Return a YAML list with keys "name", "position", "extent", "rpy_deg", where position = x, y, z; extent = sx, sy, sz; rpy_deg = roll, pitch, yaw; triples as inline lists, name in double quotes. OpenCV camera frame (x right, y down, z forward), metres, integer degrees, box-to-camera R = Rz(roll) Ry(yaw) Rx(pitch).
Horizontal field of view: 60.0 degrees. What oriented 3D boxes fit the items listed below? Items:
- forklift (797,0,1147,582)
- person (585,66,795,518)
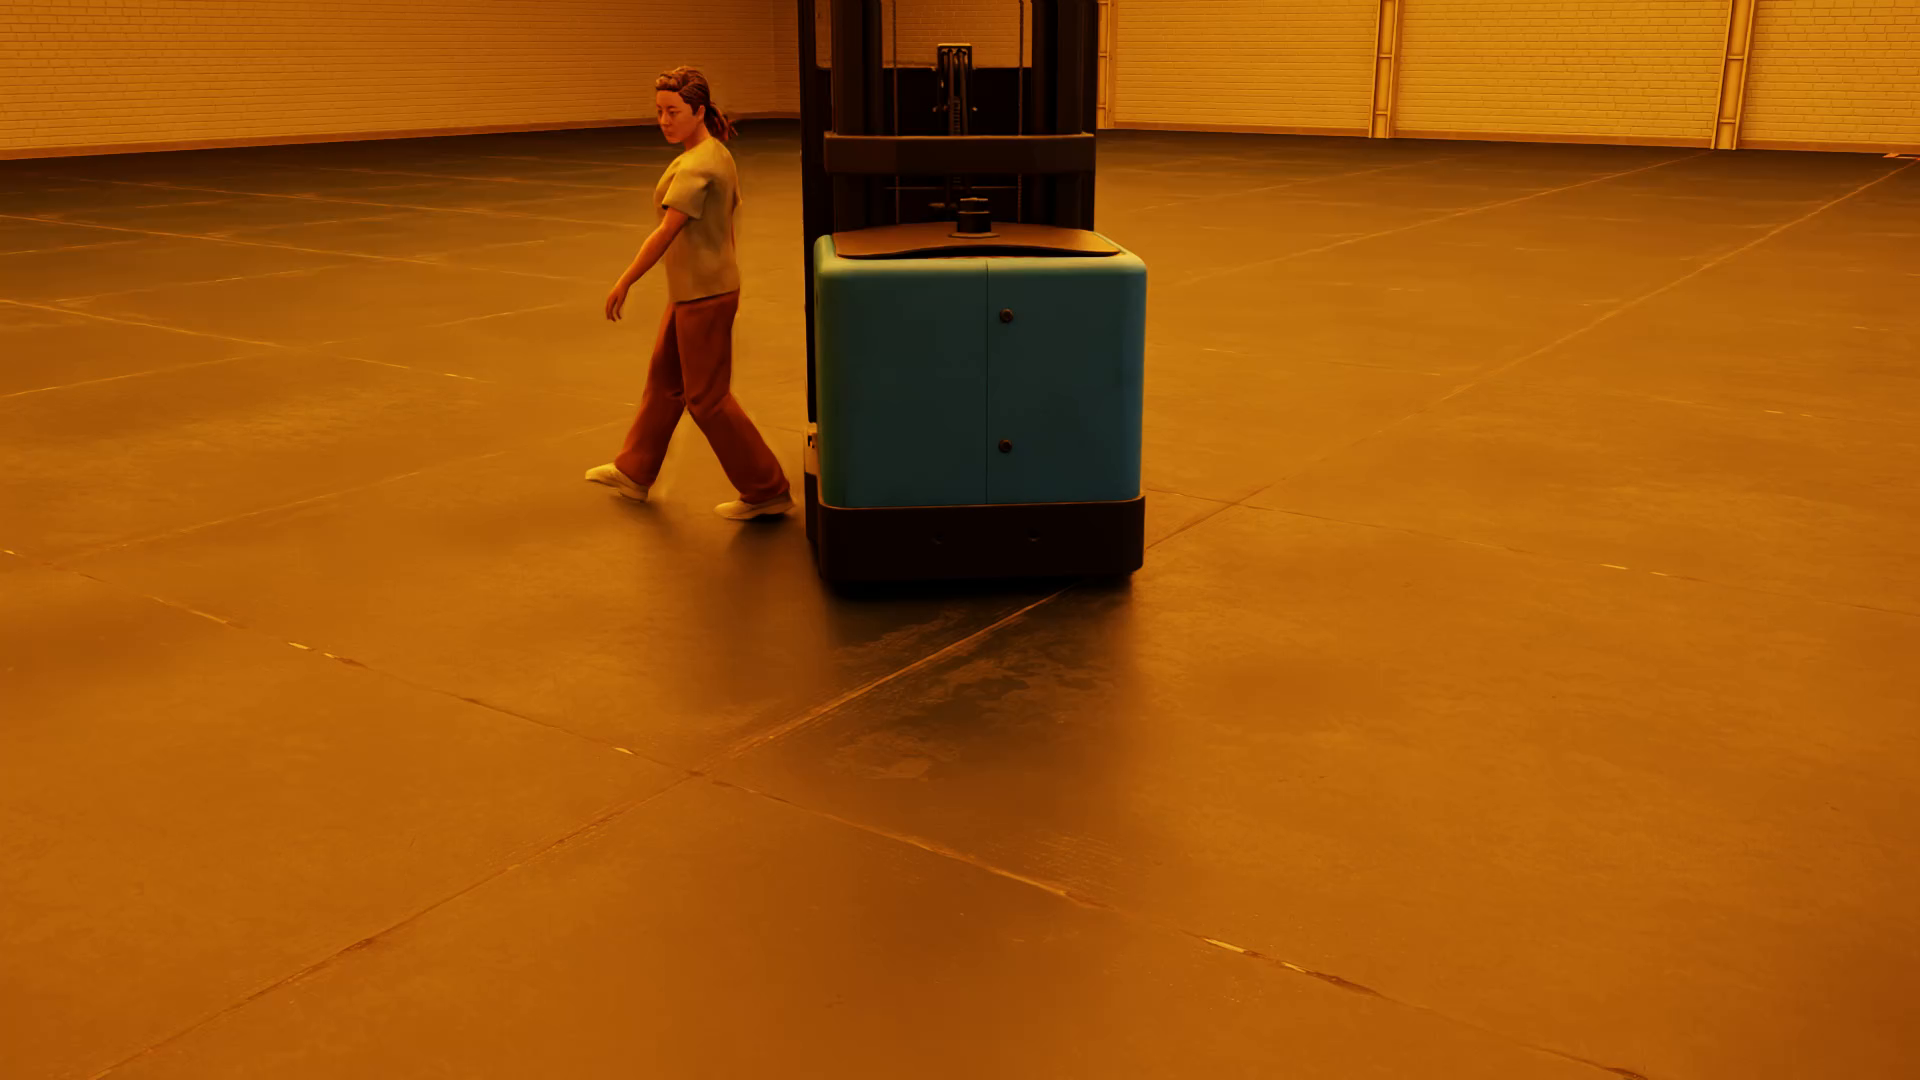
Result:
- name: "forklift"
  position: [-0.068, -1.646, 6.336]
  extent: [1.130, 2.935, 3.031]
  rpy_deg: [-2, 17, -6]
- name: "person"
  position: [-1.044, -0.895, 6.131]
  extent: [0.845, 1.644, 0.653]
  rpy_deg: [0, 17, -1]
